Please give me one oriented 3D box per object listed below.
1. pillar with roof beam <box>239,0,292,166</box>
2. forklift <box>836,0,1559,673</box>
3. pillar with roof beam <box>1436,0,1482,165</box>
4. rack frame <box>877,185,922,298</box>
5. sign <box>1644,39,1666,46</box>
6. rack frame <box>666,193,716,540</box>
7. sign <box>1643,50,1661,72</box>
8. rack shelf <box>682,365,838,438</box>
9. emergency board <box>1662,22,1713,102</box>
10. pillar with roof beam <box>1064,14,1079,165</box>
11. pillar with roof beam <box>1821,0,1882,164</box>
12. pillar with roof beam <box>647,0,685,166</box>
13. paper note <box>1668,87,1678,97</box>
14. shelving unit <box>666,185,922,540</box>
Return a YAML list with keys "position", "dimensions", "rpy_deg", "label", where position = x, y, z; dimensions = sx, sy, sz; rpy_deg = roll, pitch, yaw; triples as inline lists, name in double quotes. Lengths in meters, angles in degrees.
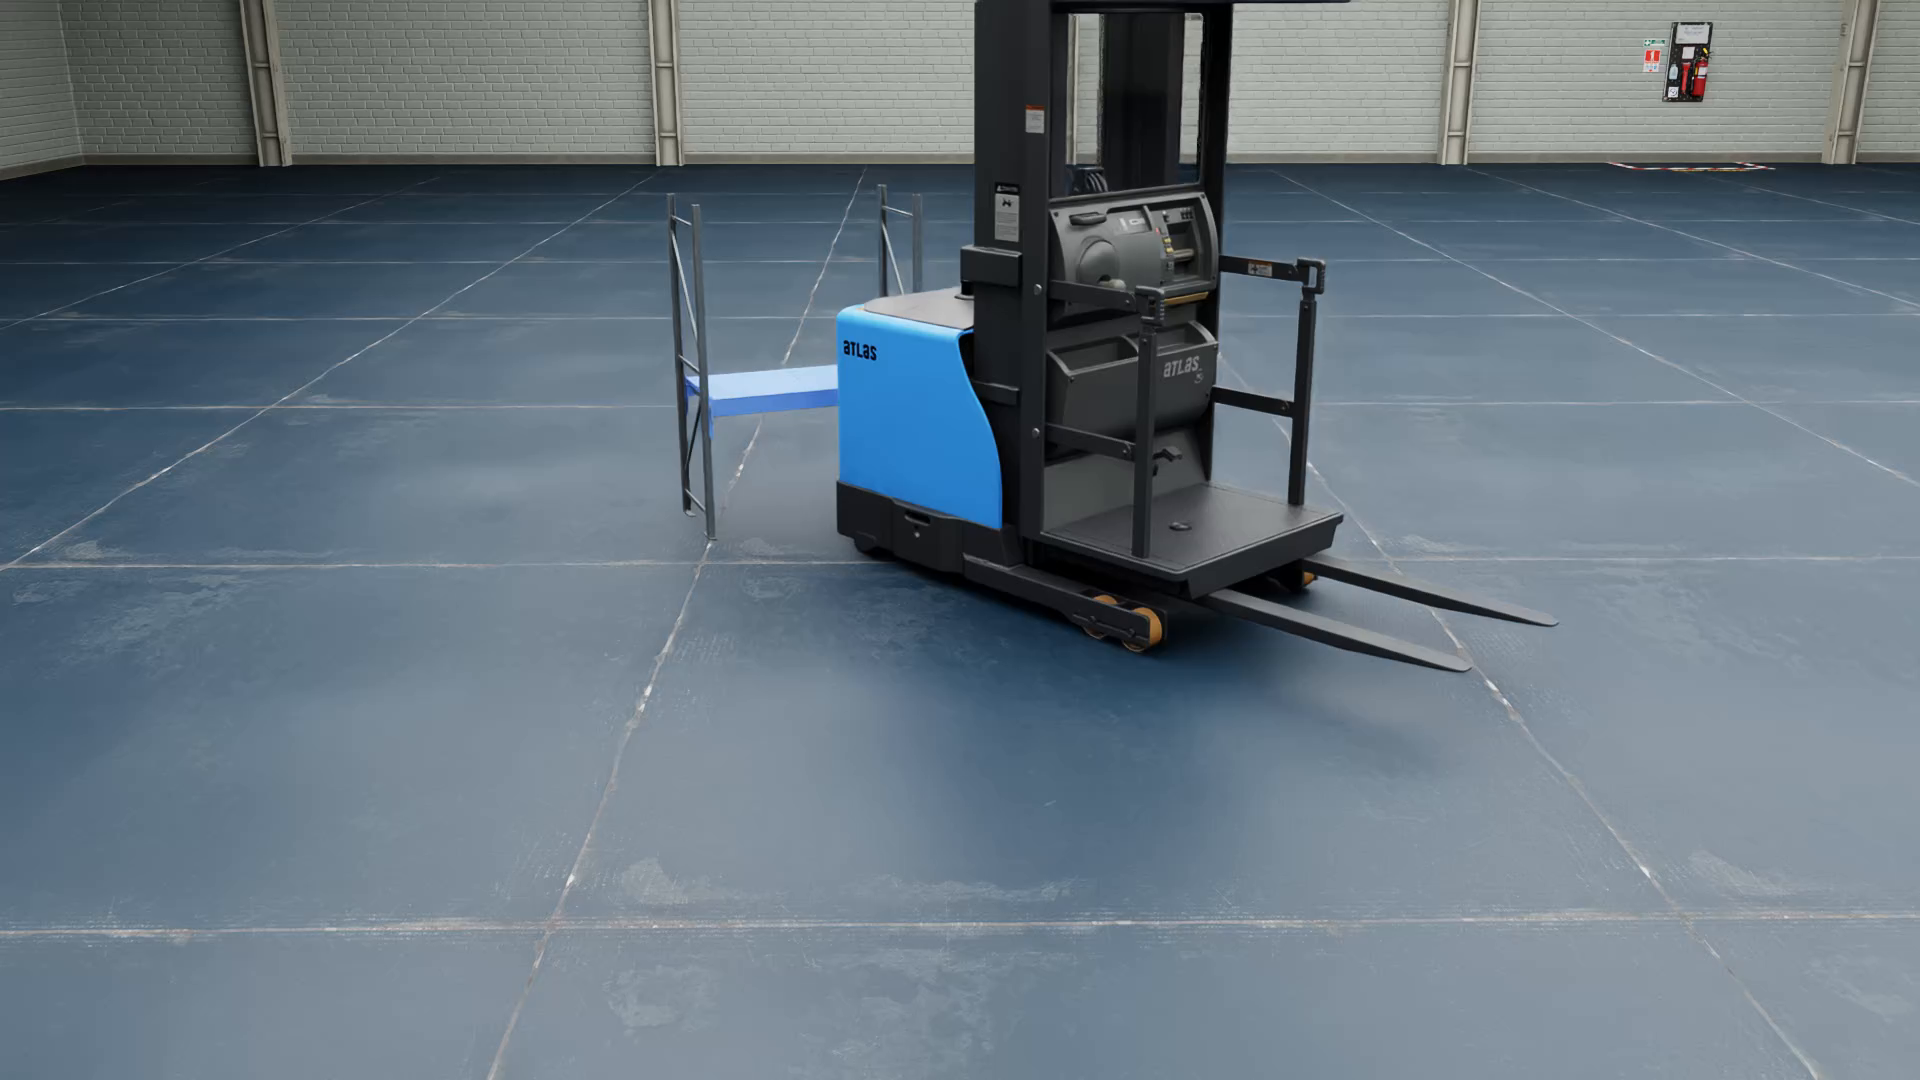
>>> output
- position: [-10.357, -8.684, 19.885]
  dimensions: [0.400, 9.000, 9.100]
  rpy_deg: [0, 18, -1]
  label: "pillar with roof beam"
- position: [0.839, -1.153, 6.342]
  dimensions: [1.130, 2.935, 3.031]
  rpy_deg: [-17, 24, -42]
  label: "forklift"
- position: [7.641, -8.770, 20.156]
  dimensions: [0.400, 9.000, 9.100]
  rpy_deg: [0, 18, -1]
  label: "pillar with roof beam"
- position: [-0.282, -0.904, 7.911]
  dimensions: [0.032, 1.500, 0.500]
  rpy_deg: [-7, 19, -22]
  label: "rack frame"
- position: [10.551, -7.553, 25.255]
  dimensions: [0.331, 0.109, 0.001]
  rpy_deg: [0, 18, -1]
  label: "sign"
- position: [-1.220, -0.784, 7.537]
  dimensions: [0.032, 1.500, 0.500]
  rpy_deg: [-7, 19, -22]
  label: "rack frame"
- position: [10.546, -7.303, 25.344]
  dimensions: [0.234, 0.329, 0.001]
  rpy_deg: [0, 18, -1]
  label: "sign"
- position: [-0.751, -0.673, 7.779]
  dimensions: [1.000, 0.185, 0.538]
  rpy_deg: [-7, 19, -22]
  label: "rack shelf"
- position: [11.101, -7.257, 25.260]
  dimensions: [0.643, 1.169, 0.194]
  rpy_deg: [0, 18, -1]
  label: "emergency board"
- position: [1.642, -8.741, 20.065]
  dimensions: [0.400, 9.000, 9.100]
  rpy_deg: [0, 18, -1]
  label: "pillar with roof beam"
- position: [13.640, -8.799, 20.246]
  dimensions: [0.400, 9.000, 9.100]
  rpy_deg: [0, 18, -1]
  label: "pillar with roof beam"
- position: [-4.357, -8.713, 19.975]
  dimensions: [0.400, 9.000, 9.100]
  rpy_deg: [0, 18, -1]
  label: "pillar with roof beam"
- position: [10.923, -6.858, 25.458]
  dimensions: [0.142, 0.148, 0.016]
  rpy_deg: [0, 18, -1]
  label: "paper note"
- position: [-0.751, -0.844, 7.724]
  dimensions: [1.048, 1.500, 0.538]
  rpy_deg: [-7, 19, -22]
  label: "shelving unit"
